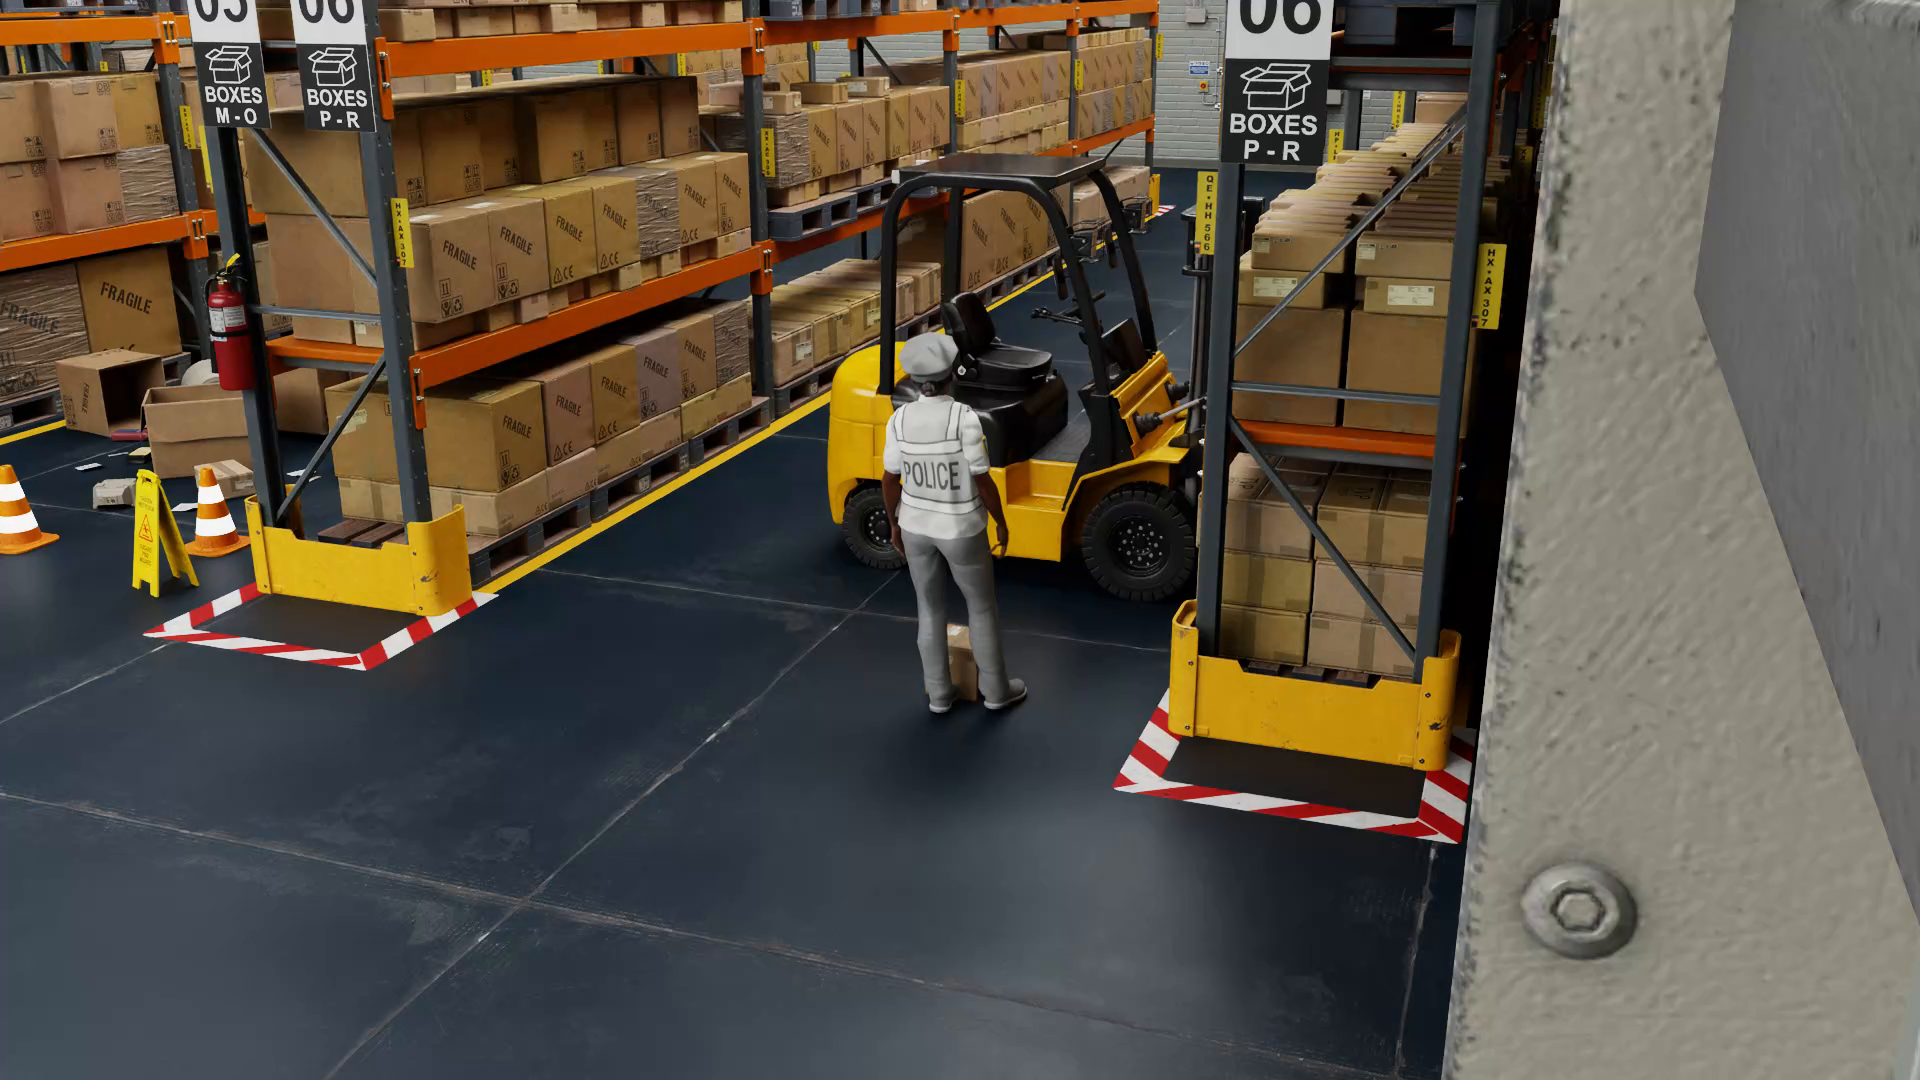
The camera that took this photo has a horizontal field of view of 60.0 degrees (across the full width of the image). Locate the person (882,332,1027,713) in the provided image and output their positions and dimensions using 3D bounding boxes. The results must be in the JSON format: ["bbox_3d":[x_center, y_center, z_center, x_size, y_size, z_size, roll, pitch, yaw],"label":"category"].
[{"bbox_3d":[-0.030,-0.066,7.181,0.569,1.692,0.528,6,20,18],"label":"person"}]
